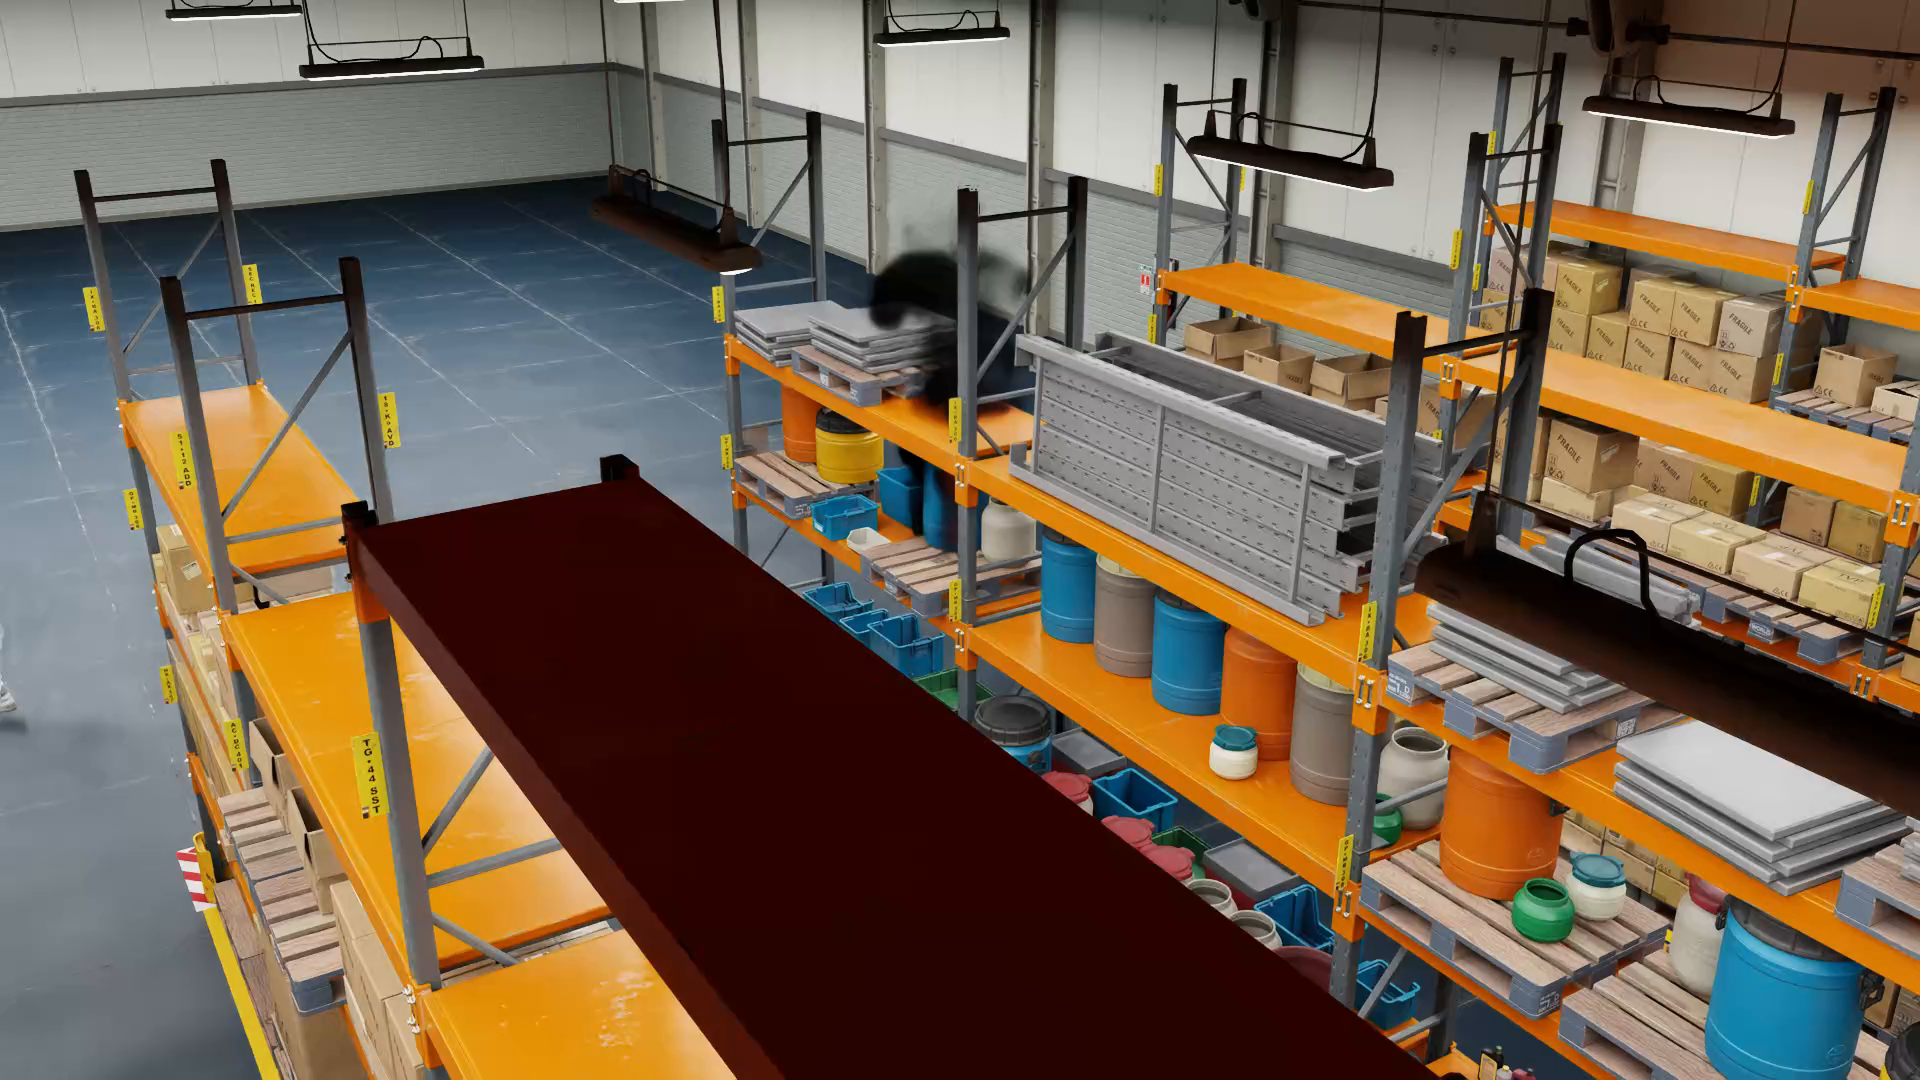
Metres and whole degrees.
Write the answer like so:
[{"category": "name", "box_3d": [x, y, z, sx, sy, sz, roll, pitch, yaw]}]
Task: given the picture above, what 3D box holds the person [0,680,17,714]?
[{"category": "person", "box_3d": [-9.922, 1.025, 16.465, 0.781, 1.864, 0.686, 1, 22, 2]}]
